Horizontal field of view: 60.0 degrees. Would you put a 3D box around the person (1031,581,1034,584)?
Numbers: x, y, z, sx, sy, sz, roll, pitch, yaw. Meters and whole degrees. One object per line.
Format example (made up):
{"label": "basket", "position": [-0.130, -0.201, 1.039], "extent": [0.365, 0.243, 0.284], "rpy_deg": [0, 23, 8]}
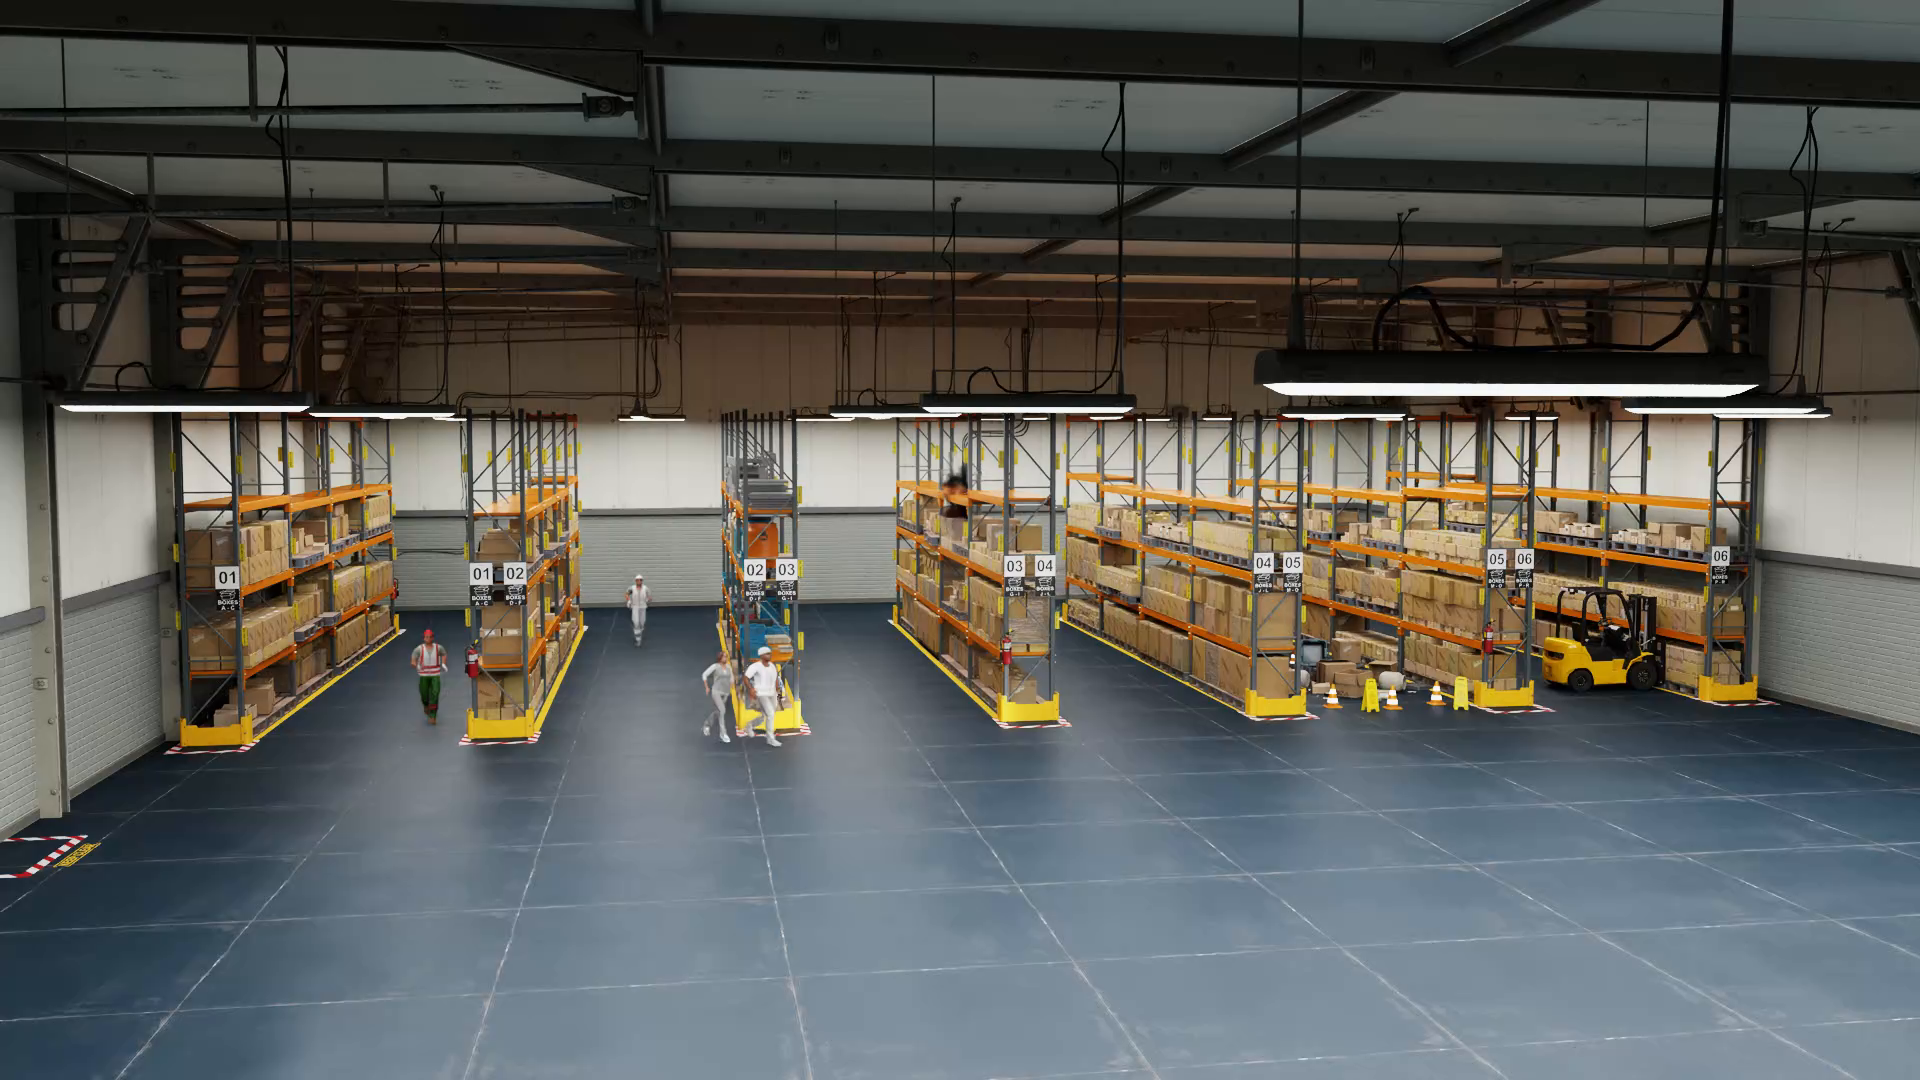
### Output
{"label": "person", "position": [1.814, 1.568, 48.503], "extent": [0.601, 1.538, 0.525], "rpy_deg": [2, 5, 31]}

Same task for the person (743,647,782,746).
{"label": "person", "position": [-3.517, 2.782, 29.798], "extent": [0.885, 1.751, 0.714], "rpy_deg": [3, 5, 33]}

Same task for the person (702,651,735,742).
{"label": "person", "position": [-4.328, 2.824, 30.202], "extent": [0.556, 1.563, 0.818], "rpy_deg": [-4, 5, -43]}

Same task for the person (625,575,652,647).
{"label": "person", "position": [-8.306, 1.807, 43.074], "extent": [0.652, 1.804, 0.987], "rpy_deg": [-1, 4, -18]}

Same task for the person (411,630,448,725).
{"label": "person", "position": [-10.161, 2.601, 31.868], "extent": [0.664, 1.773, 0.964], "rpy_deg": [-2, 4, -21]}
